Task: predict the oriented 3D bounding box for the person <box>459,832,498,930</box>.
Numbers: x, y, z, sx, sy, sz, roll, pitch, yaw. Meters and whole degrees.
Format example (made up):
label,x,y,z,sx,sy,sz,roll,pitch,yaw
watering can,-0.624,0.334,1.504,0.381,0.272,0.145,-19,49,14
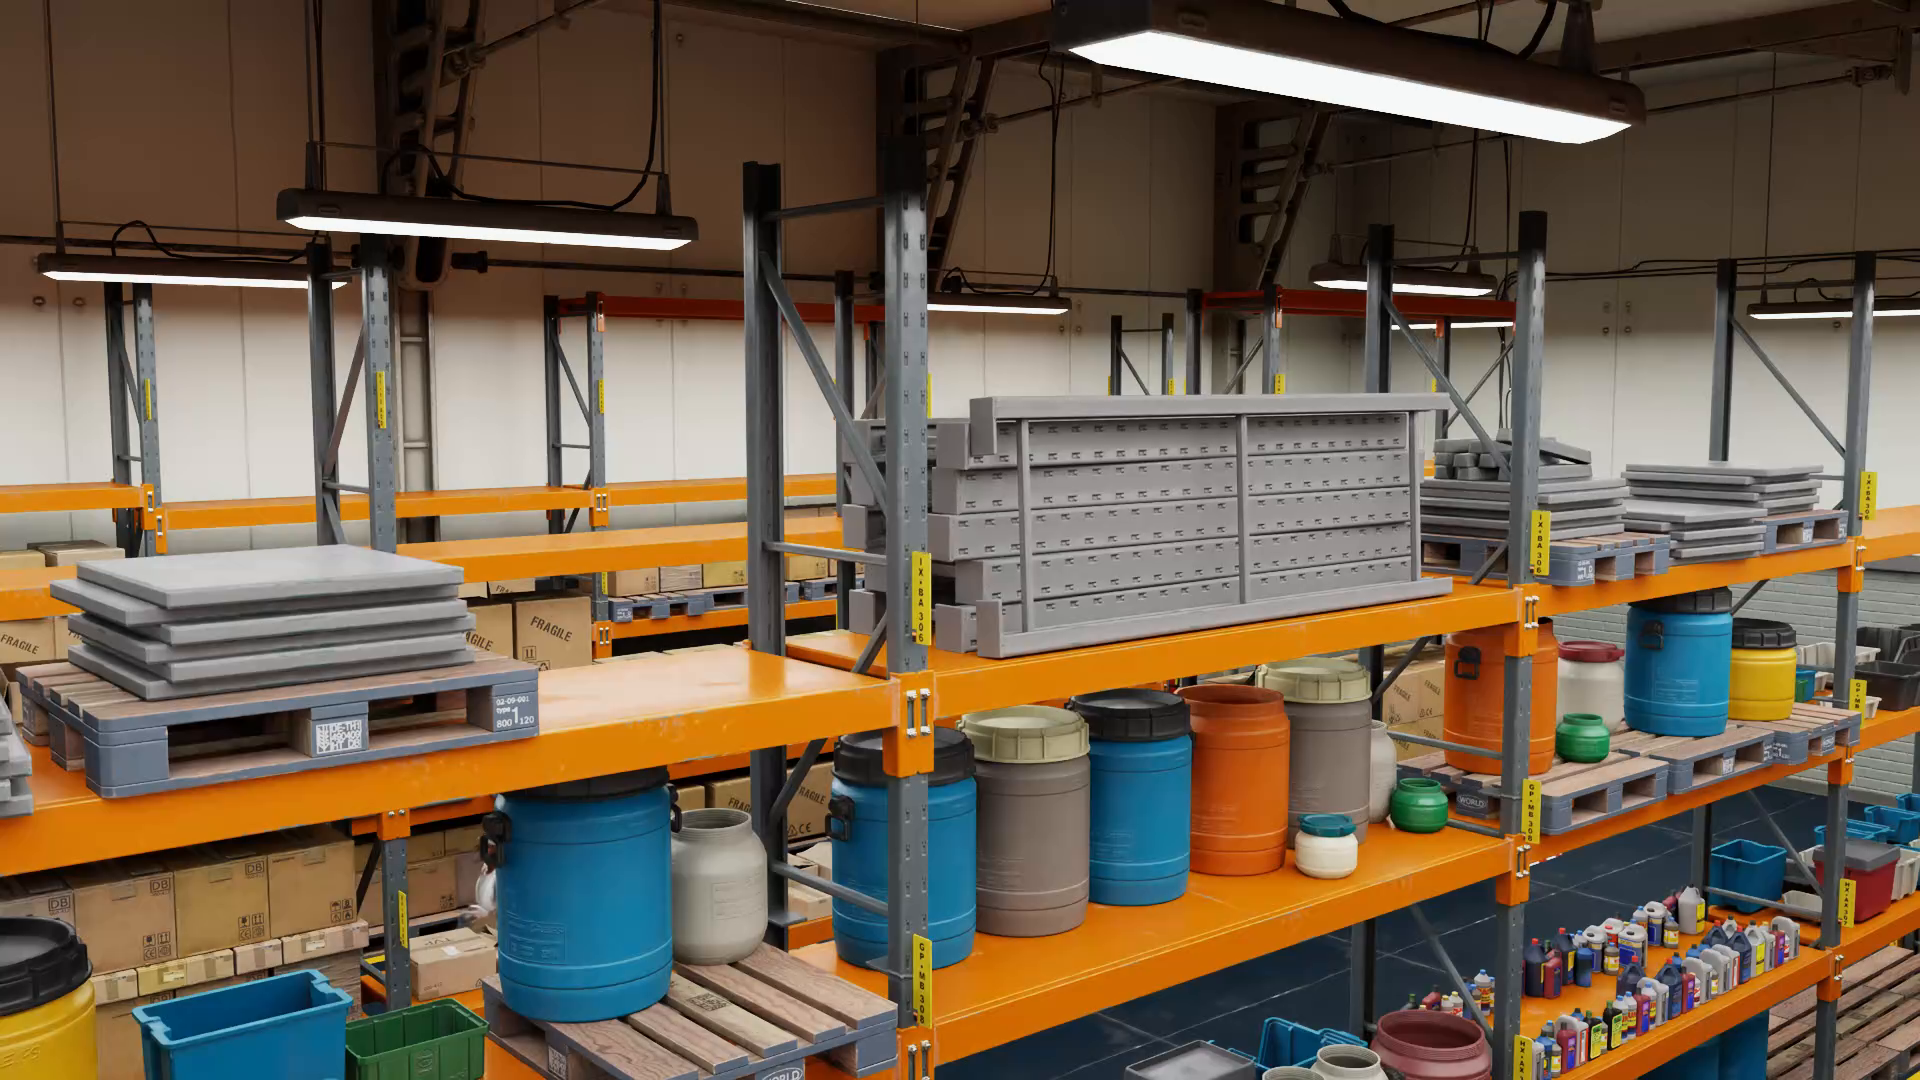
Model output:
label,x,y,z,sx,sy,sz,roll,pitch,yaw
person,-3.528,3.056,12.802,0.737,1.764,0.668,-5,7,-40
